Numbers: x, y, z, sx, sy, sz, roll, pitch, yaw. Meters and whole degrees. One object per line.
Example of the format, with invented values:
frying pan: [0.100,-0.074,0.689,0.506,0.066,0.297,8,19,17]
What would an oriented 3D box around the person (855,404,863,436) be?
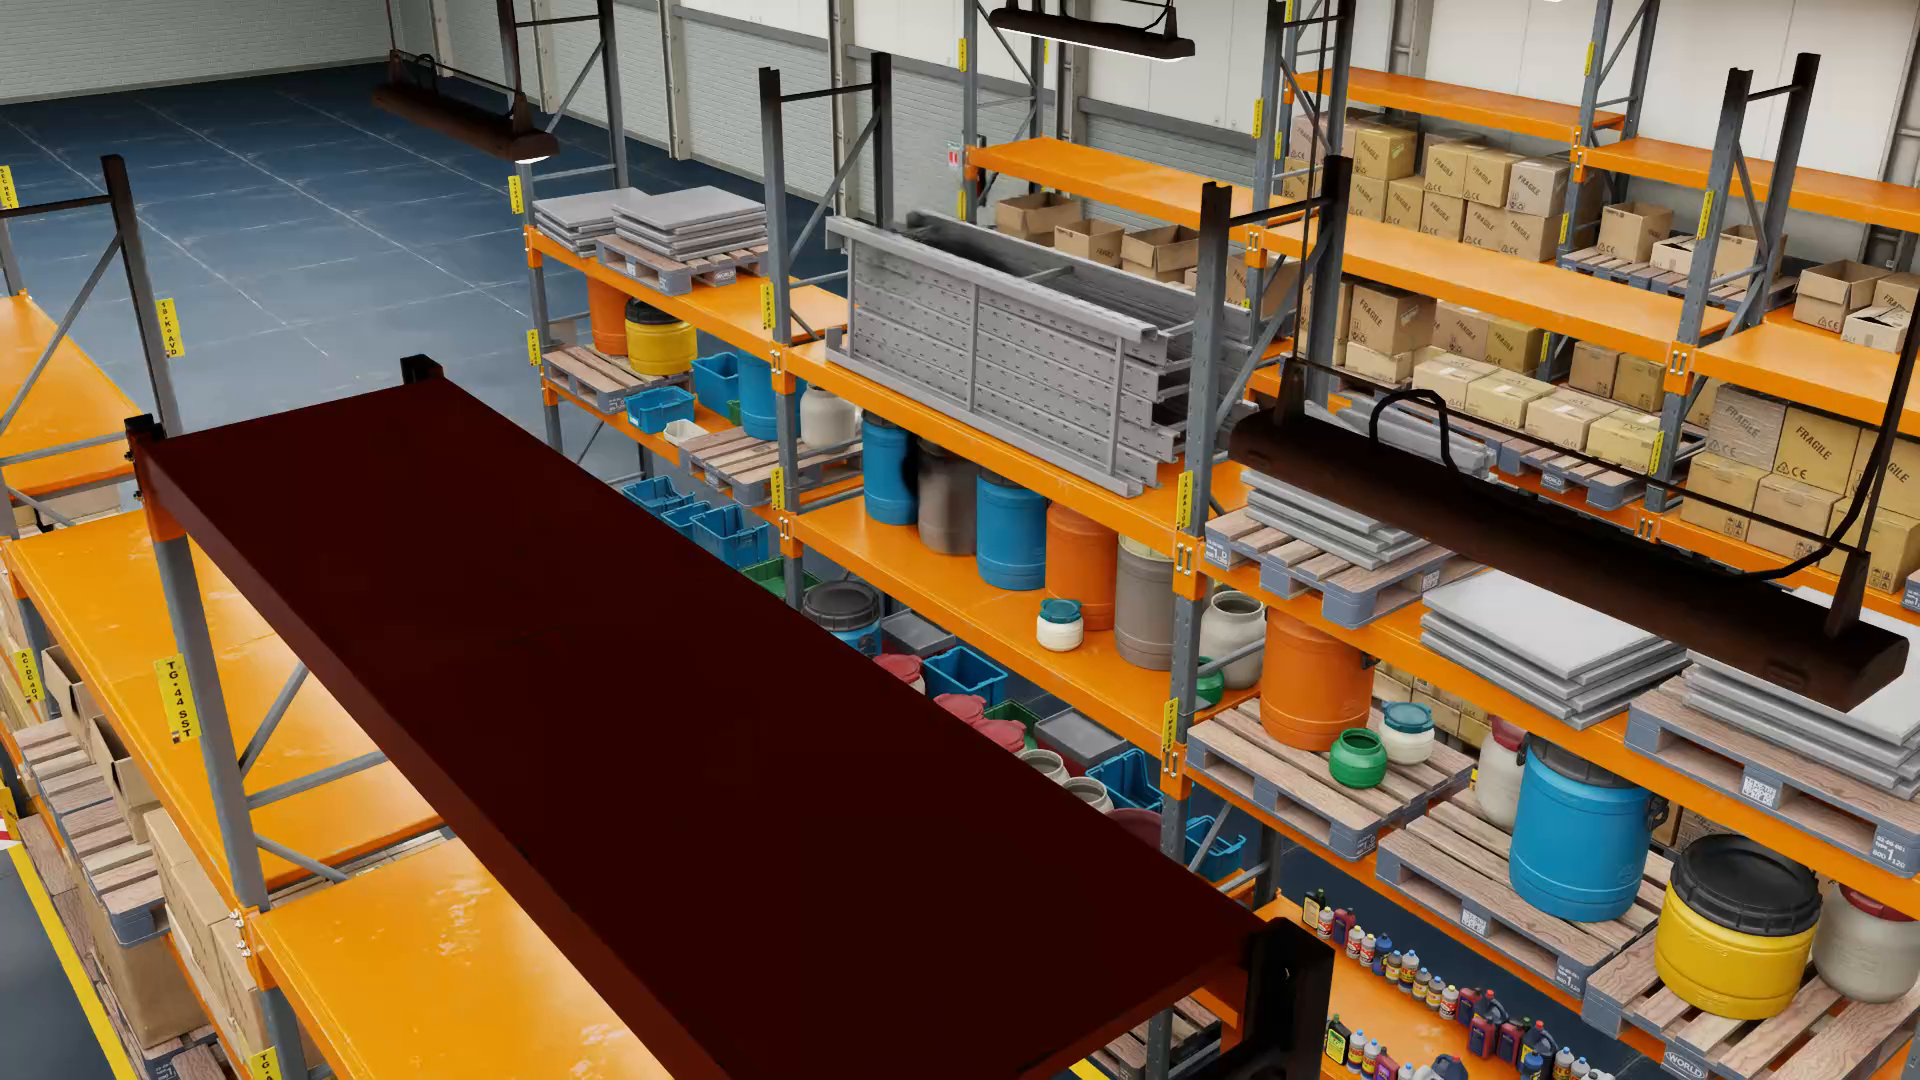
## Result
person: [-1.082,-1.738,19.854,0.690,1.764,0.675,-1,26,-1]
